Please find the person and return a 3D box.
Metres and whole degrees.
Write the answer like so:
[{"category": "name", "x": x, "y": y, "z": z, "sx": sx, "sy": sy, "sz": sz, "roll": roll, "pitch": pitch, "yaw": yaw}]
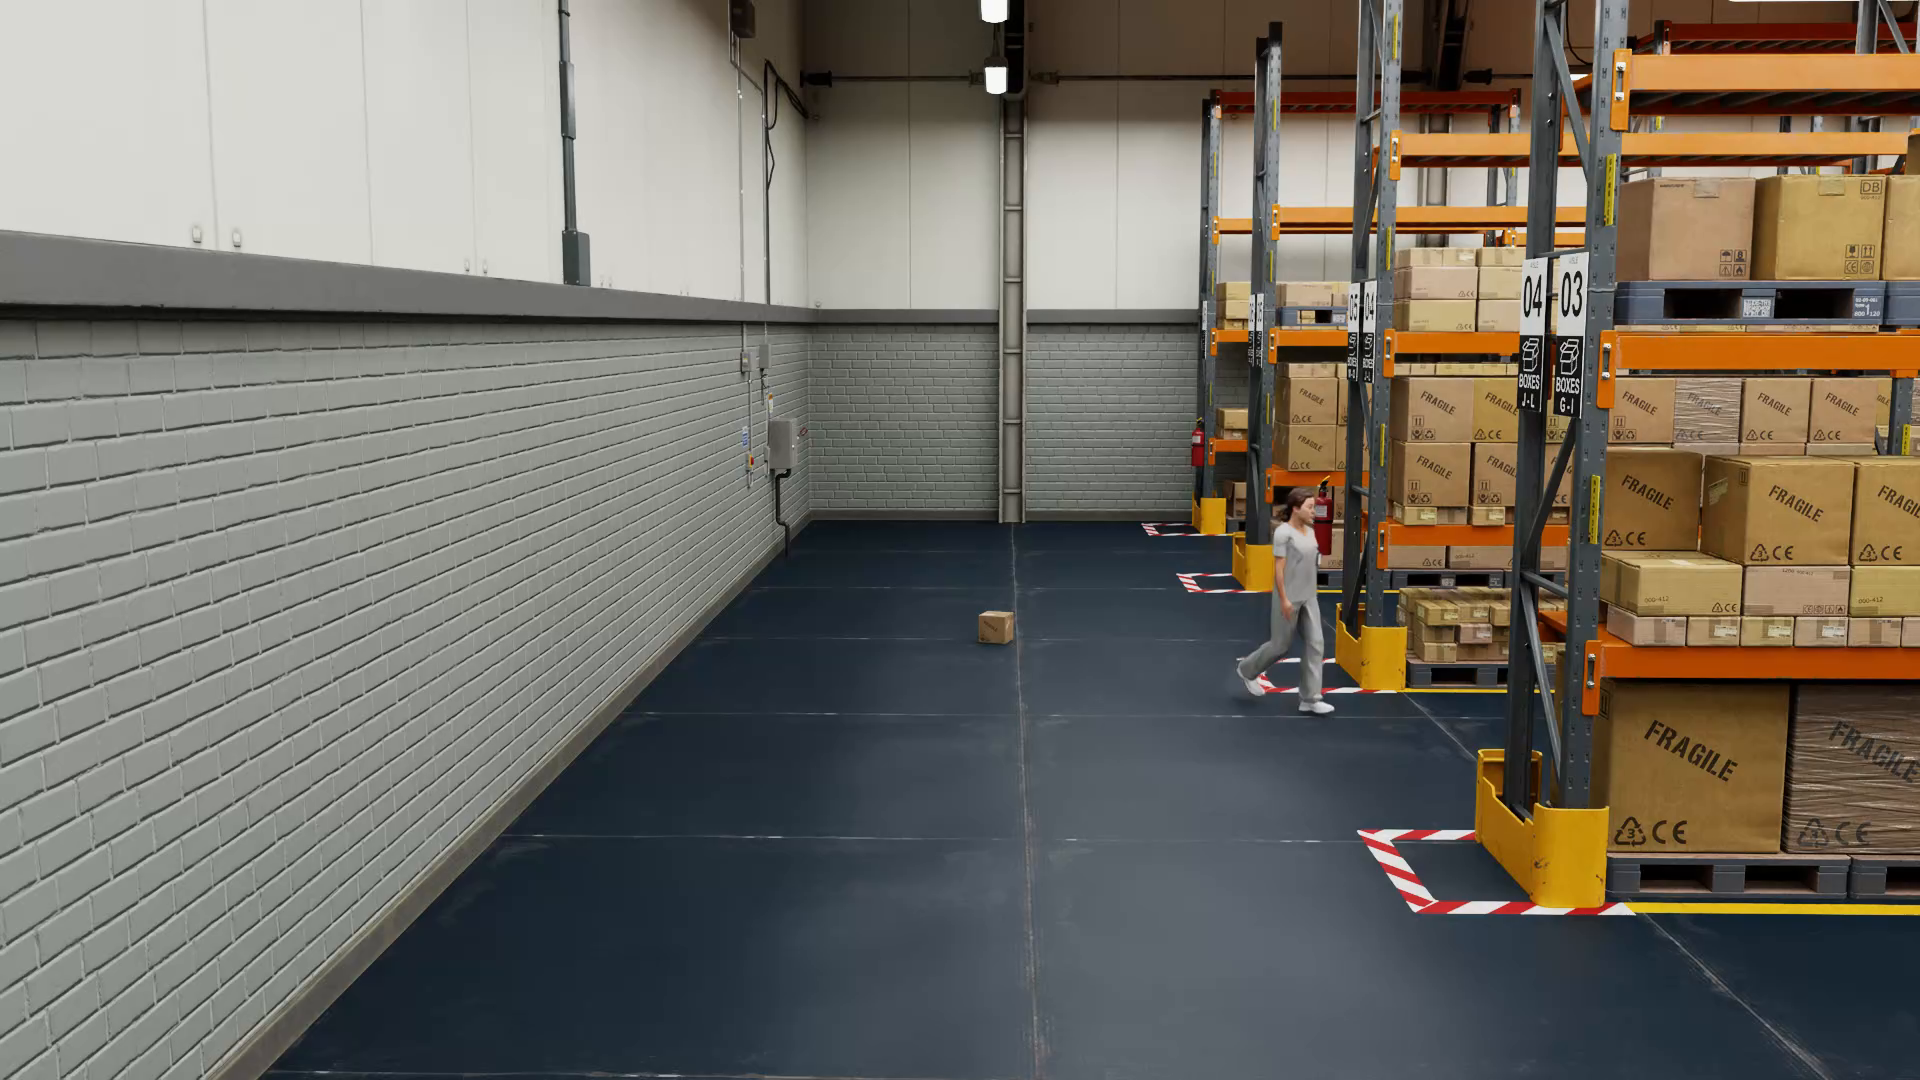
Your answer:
[{"category": "person", "x": 2.465, "y": 0.491, "z": 12.403, "sx": 0.434, "sy": 1.528, "sz": 0.884, "roll": -5, "pitch": 9, "yaw": -33}]
